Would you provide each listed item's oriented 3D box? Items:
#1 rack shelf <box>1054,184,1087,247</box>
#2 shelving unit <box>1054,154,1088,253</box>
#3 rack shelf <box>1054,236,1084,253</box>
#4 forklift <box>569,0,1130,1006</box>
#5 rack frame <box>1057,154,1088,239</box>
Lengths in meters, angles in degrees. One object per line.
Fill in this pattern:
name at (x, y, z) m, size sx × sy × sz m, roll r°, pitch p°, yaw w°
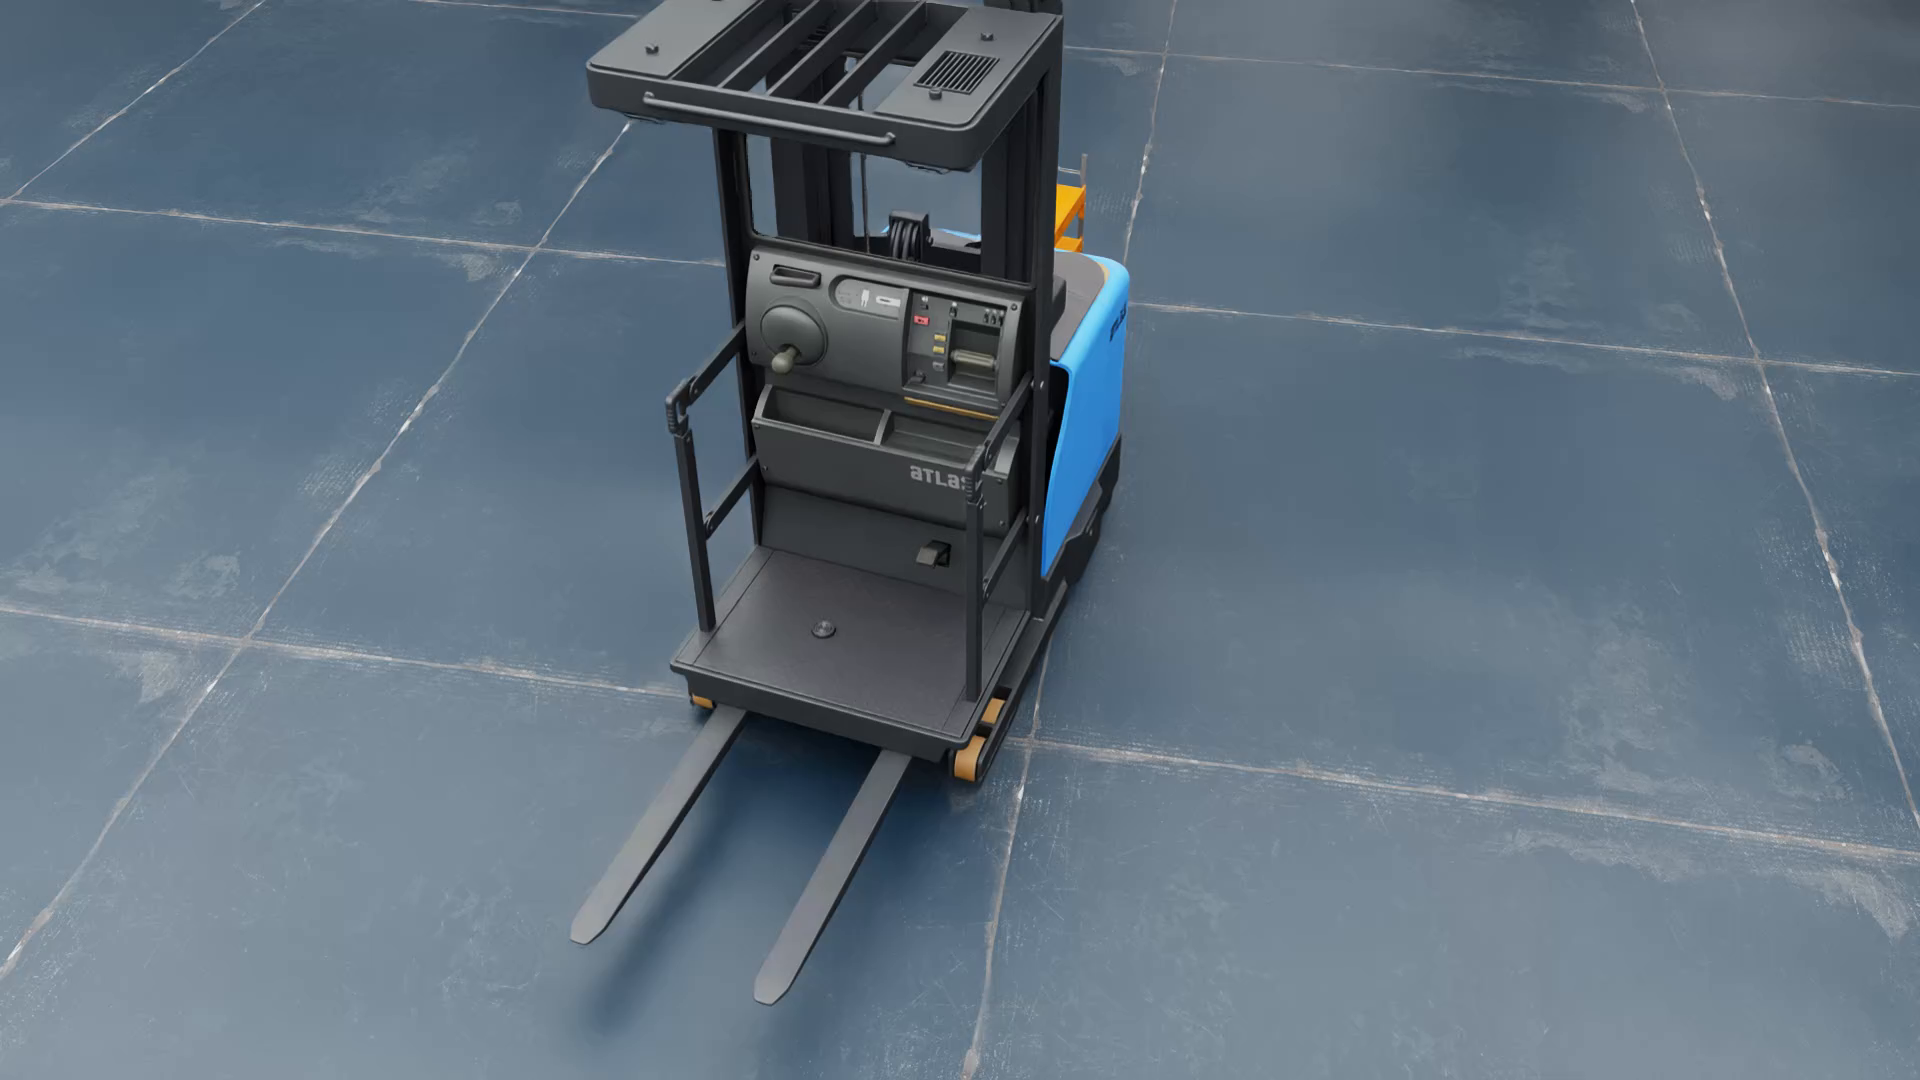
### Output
rack shelf at (0.319, -1.286, 6.747) m, size 0.258 × 0.148 × 0.480 m, roll 13°, pitch 41°, yaw 16°
shelving unit at (0.319, -0.983, 6.997) m, size 0.258 × 1.200 × 0.503 m, roll 13°, pitch 41°, yaw 16°
rack shelf at (0.319, -1.103, 6.897) m, size 0.258 × 0.148 × 0.480 m, roll 13°, pitch 41°, yaw 16°
forklift at (-0.327, -0.597, 5.172) m, size 1.130 × 2.935 × 3.031 m, roll 13°, pitch 41°, yaw 16°
rack frame at (0.404, -1.129, 7.173) m, size 0.240 × 1.200 × 0.015 m, roll 13°, pitch 41°, yaw 16°
